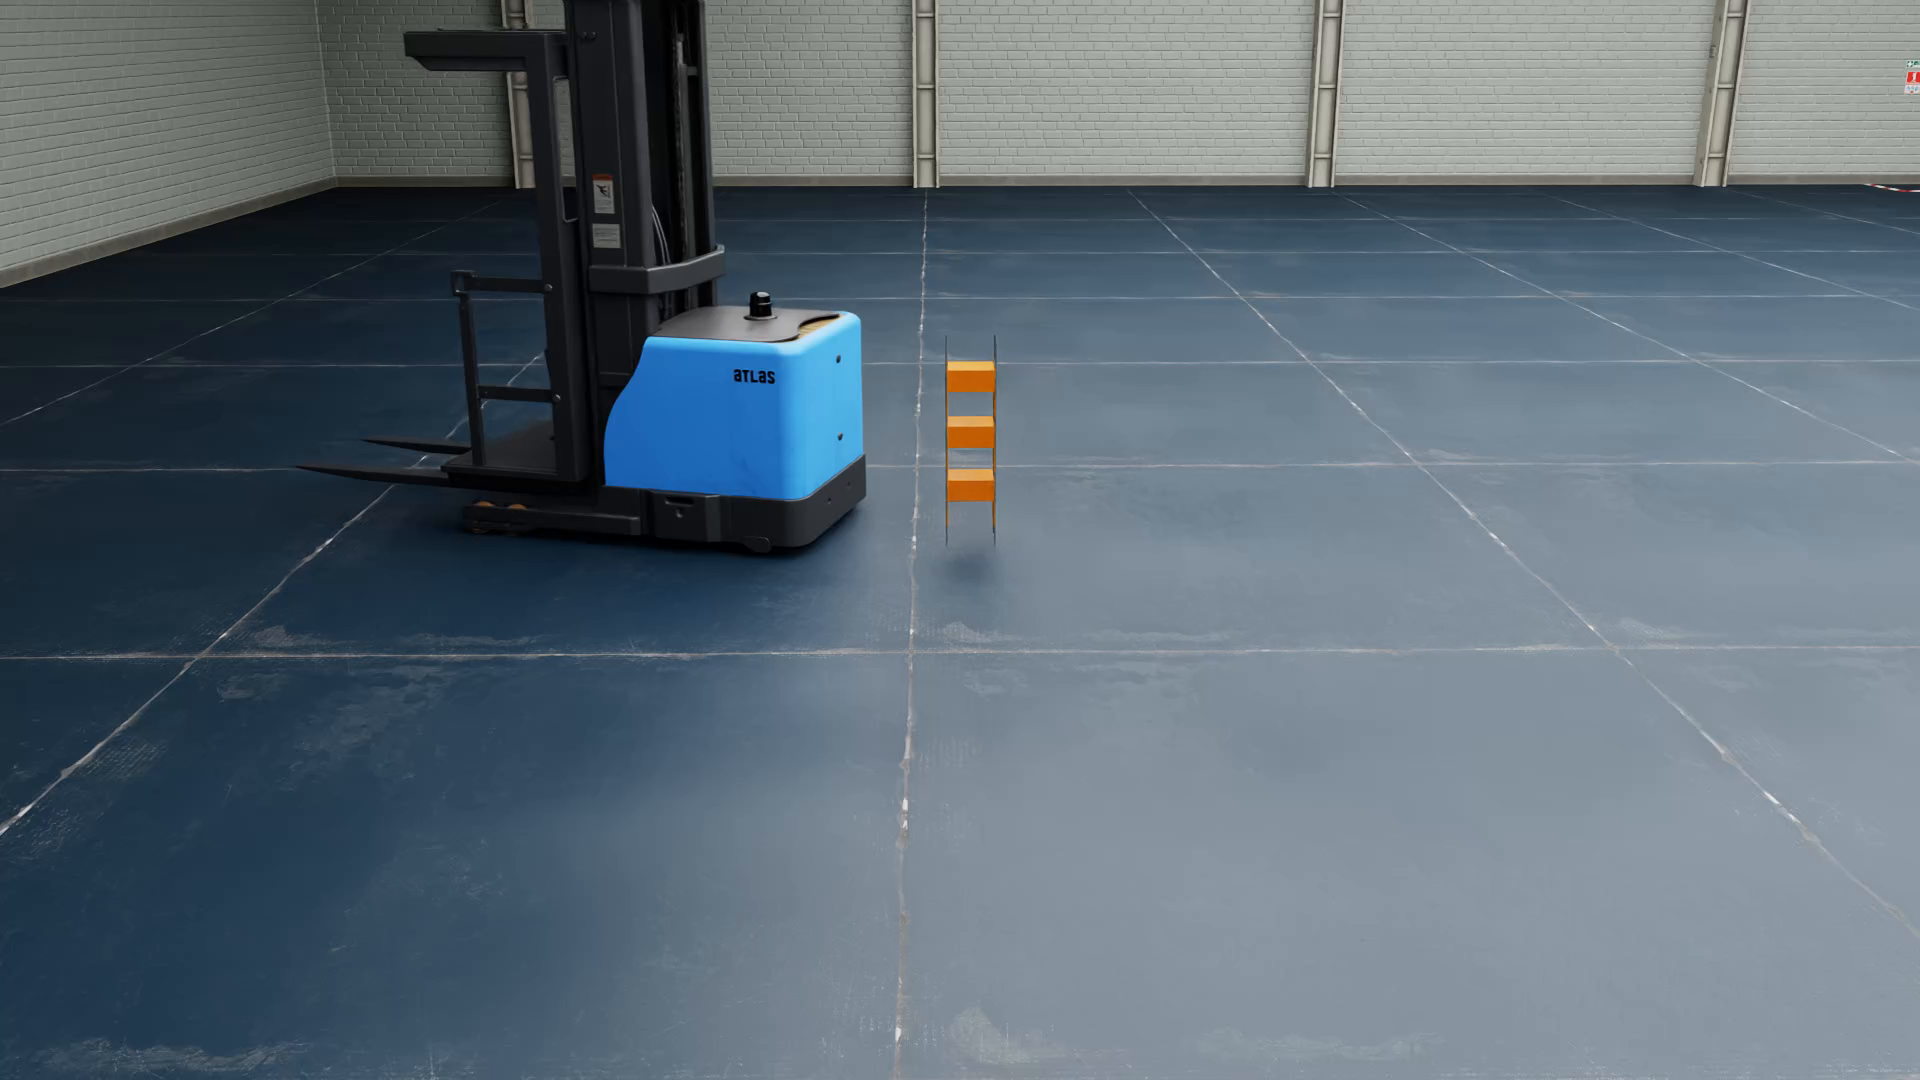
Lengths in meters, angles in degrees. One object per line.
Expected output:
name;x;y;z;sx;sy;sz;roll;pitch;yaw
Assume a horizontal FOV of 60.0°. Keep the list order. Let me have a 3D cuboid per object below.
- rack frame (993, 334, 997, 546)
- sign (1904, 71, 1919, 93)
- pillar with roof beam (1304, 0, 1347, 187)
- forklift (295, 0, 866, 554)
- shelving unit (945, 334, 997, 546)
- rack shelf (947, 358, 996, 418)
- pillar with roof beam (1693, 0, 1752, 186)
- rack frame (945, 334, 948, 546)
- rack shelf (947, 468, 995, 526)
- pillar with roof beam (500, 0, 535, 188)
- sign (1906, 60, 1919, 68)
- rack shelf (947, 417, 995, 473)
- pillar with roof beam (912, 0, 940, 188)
rack frame;0.175;-0.501;8.390;0.008;1.050;0.200;0;18;-1
sign;14.461;-6.942;25.219;0.234;0.329;0.001;0;18;-1
pillar with roof beam;5.556;-8.380;19.940;0.400;9.000;9.100;0;18;-1
forklift;-2.086;-1.562;8.617;3.031;2.935;1.130;5;18;15
shelving unit;0.054;-0.500;8.388;0.252;1.050;0.215;0;18;-1
rack shelf;0.054;-0.760;8.305;0.240;0.259;0.215;0;18;-1
pillar with roof beam;11.556;-8.409;20.030;0.400;9.000;9.100;0;18;-1
rack frame;-0.068;-0.500;8.386;0.008;1.050;0.200;0;18;-1
rack shelf;0.054;-0.225;8.476;0.240;0.259;0.215;0;18;-1
pillar with roof beam;-6.442;-8.322;19.759;0.400;9.000;9.100;0;18;-1
sign;14.466;-7.192;25.129;0.331;0.109;0.001;0;18;-1
rack shelf;0.054;-0.490;8.391;0.240;0.259;0.215;0;18;-1
pillar with roof beam;-0.443;-8.351;19.849;0.400;9.000;9.100;0;18;-1
